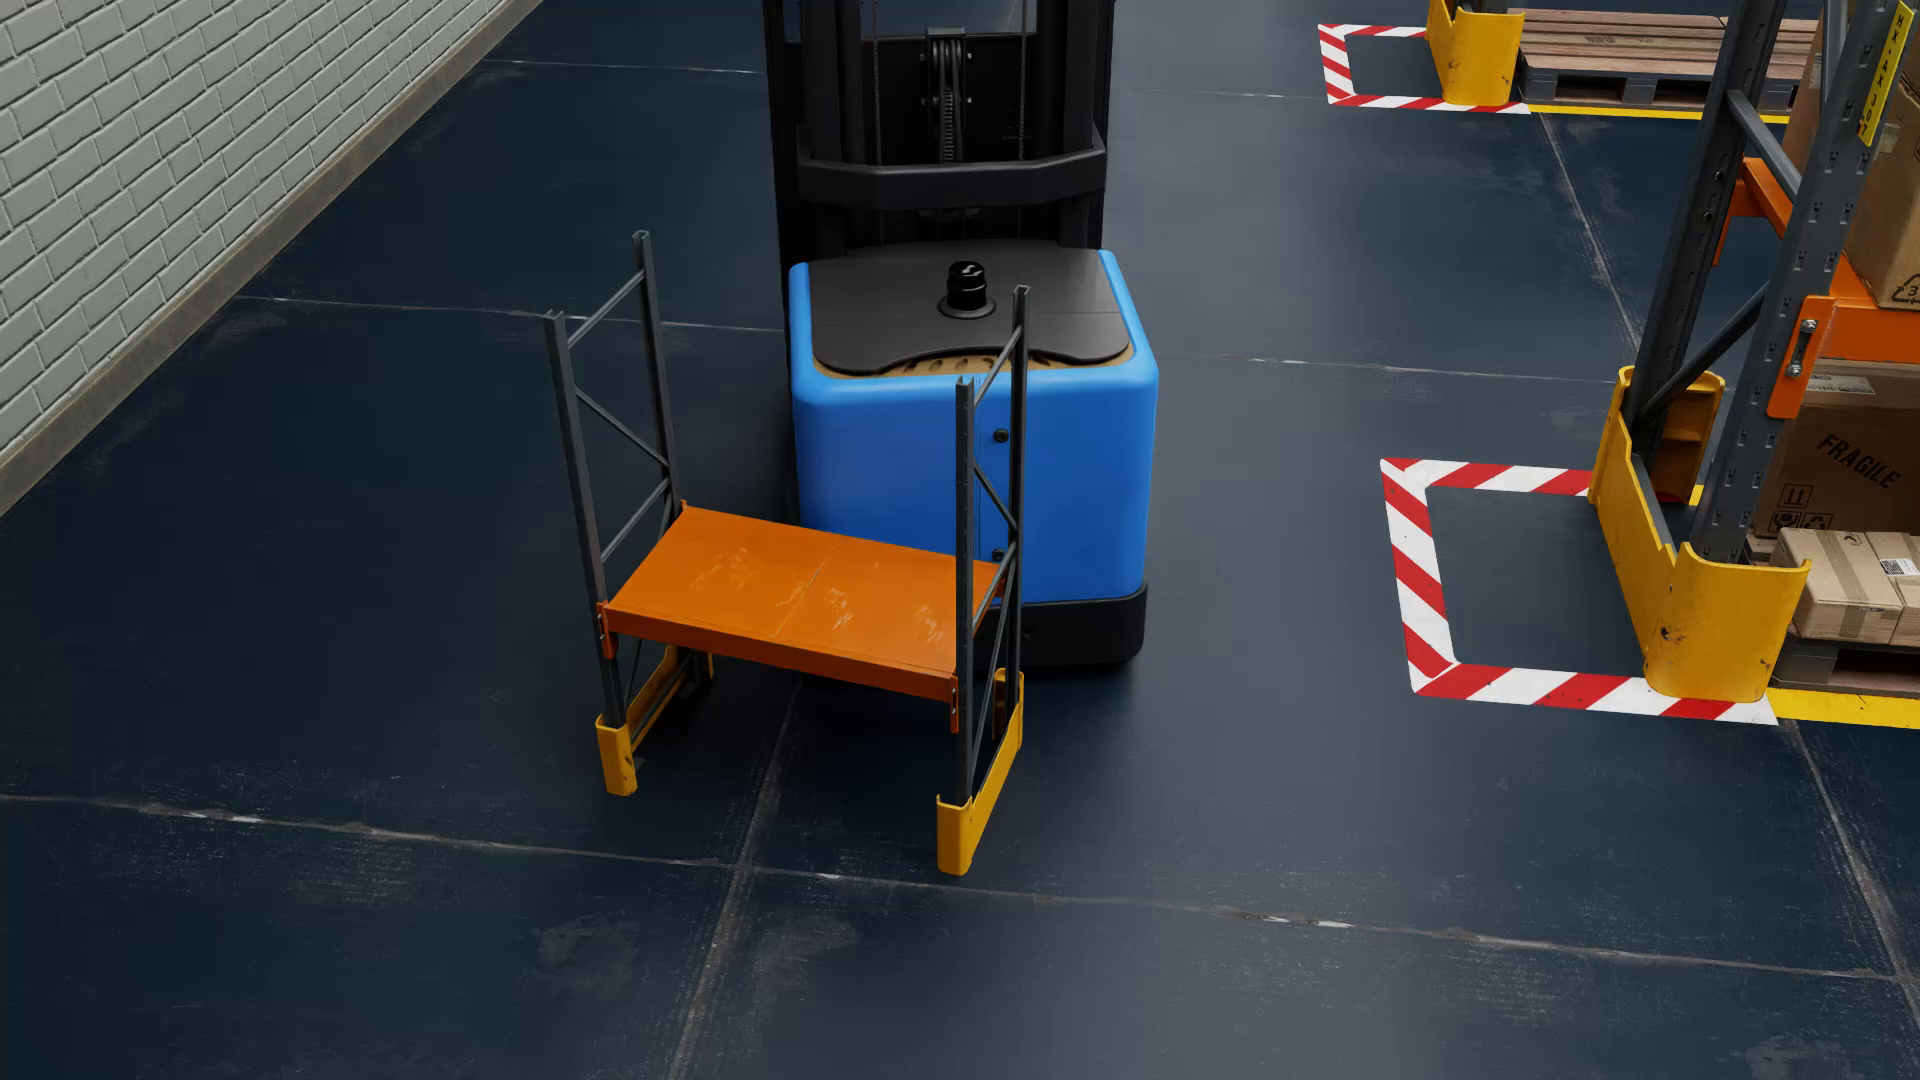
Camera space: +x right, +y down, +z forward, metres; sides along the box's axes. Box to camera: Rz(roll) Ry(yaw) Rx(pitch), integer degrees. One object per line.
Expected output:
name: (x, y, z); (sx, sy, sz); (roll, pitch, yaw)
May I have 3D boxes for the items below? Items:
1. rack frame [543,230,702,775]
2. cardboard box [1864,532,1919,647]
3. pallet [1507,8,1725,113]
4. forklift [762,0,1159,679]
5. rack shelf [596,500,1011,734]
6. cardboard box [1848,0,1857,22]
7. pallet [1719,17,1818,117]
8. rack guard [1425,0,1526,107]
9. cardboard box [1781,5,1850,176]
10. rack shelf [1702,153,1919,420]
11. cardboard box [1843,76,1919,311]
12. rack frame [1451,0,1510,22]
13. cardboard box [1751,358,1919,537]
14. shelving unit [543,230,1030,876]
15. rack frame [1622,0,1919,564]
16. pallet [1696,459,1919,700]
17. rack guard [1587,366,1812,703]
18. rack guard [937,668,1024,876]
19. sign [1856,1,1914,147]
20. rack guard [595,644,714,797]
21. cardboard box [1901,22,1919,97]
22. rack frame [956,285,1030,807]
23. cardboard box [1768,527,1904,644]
rack frame: (-0.889, -0.047, 4.525); (0.032, 1.500, 0.500); (10, 37, 14)
cardboard box: (2.903, 0.147, 5.023); (0.250, 0.166, 0.380); (4, 36, 6)
pallet: (3.731, -2.711, 9.366); (1.213, 0.211, 1.003); (4, 36, 6)
forklift: (-0.090, -1.611, 5.485); (1.130, 2.935, 3.031); (-3, 36, -5)
rack shelf: (-0.405, 0.189, 4.504); (1.000, 0.185, 0.538); (10, 37, 14)
cardboard box: (2.759, -1.648, 4.531); (0.500, 0.500, 0.500); (4, 36, 6)
pallet: (4.937, -2.619, 9.238); (1.213, 0.211, 1.003); (4, 36, 6)
rack guard: (2.892, -2.906, 9.391); (0.348, 0.500, 1.175); (4, 36, 6)
cardboard box: (2.762, -1.240, 4.819); (0.500, 0.500, 0.500); (5, 36, 7)
rack shelf: (4.267, -0.634, 4.676); (4.000, 0.370, 1.077); (4, 36, 6)
cardboard box: (2.690, -0.931, 4.386); (0.500, 0.500, 0.500); (5, 36, 7)
rack frame: (2.918, -3.929, 8.673); (0.127, 3.000, 1.000); (4, 36, 6)
cardboard box: (2.854, -0.338, 5.415); (0.500, 0.500, 0.500); (4, 36, 6)
shelving unit: (-0.413, 0.041, 4.401); (1.083, 1.500, 0.587); (10, 37, 14)
rack frame: (2.283, -1.075, 4.674); (0.127, 3.000, 1.000); (4, 36, 6)
pallet: (3.149, 0.124, 5.395); (1.213, 0.211, 1.003); (4, 36, 6)
rack guard: (2.358, -0.052, 5.393); (0.348, 0.500, 1.175); (4, 36, 6)
rack guard: (0.061, 0.638, 4.642); (0.087, 0.250, 0.587); (10, 37, 14)
sign: (2.214, -1.115, 3.985); (0.005, 0.325, 0.100); (4, 36, 6)
rack guard: (-0.888, 0.462, 4.888); (0.087, 0.250, 0.587); (10, 37, 14)
cardboard box: (2.690, -1.338, 4.096); (0.500, 0.500, 0.500); (5, 36, 7)
rack frame: (0.080, 0.132, 4.274); (0.032, 1.500, 0.500); (10, 37, 14)
cardboard box: (2.655, 0.135, 5.054); (0.250, 0.149, 0.380); (4, 36, 6)
